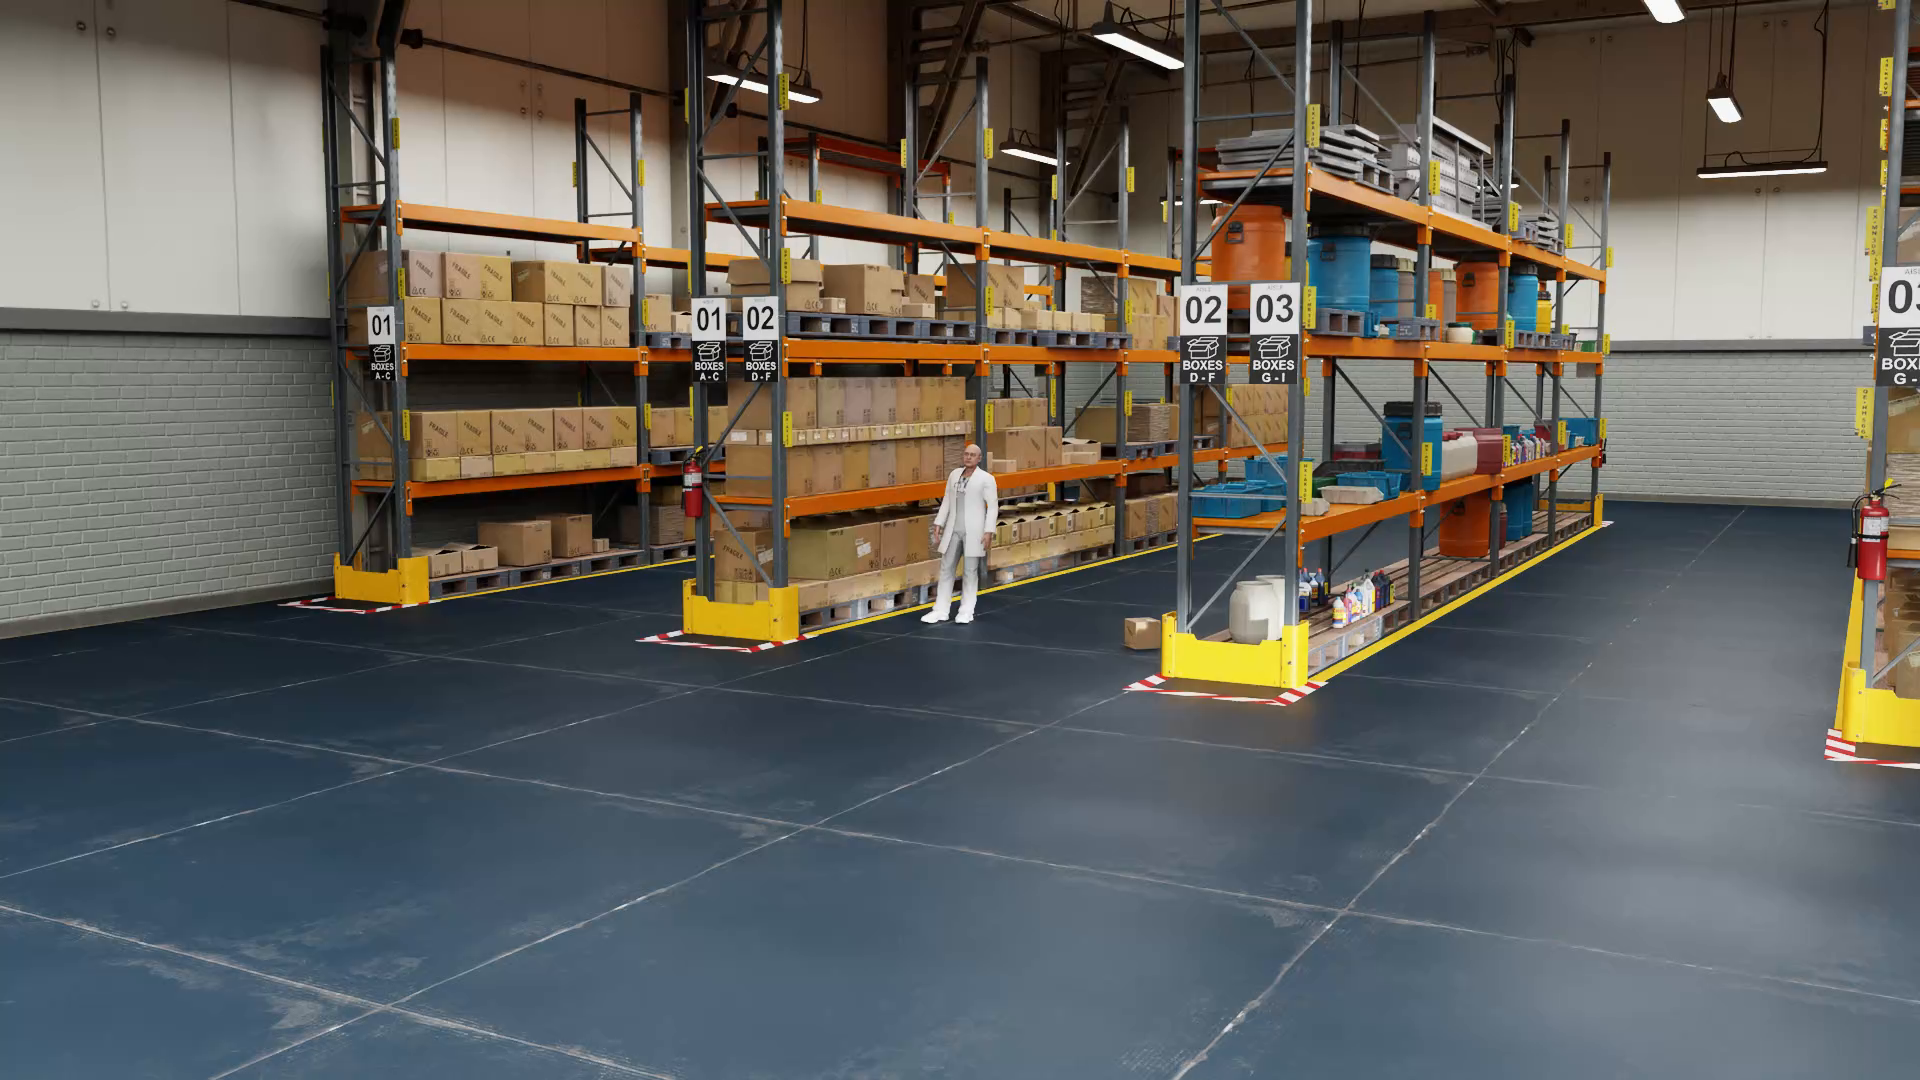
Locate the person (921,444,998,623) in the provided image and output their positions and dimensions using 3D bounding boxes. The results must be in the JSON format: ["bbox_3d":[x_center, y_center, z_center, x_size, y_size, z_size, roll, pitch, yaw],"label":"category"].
[{"bbox_3d":[0.010,-0.064,16.598,0.697,1.776,0.581,3,7,29],"label":"person"}]
